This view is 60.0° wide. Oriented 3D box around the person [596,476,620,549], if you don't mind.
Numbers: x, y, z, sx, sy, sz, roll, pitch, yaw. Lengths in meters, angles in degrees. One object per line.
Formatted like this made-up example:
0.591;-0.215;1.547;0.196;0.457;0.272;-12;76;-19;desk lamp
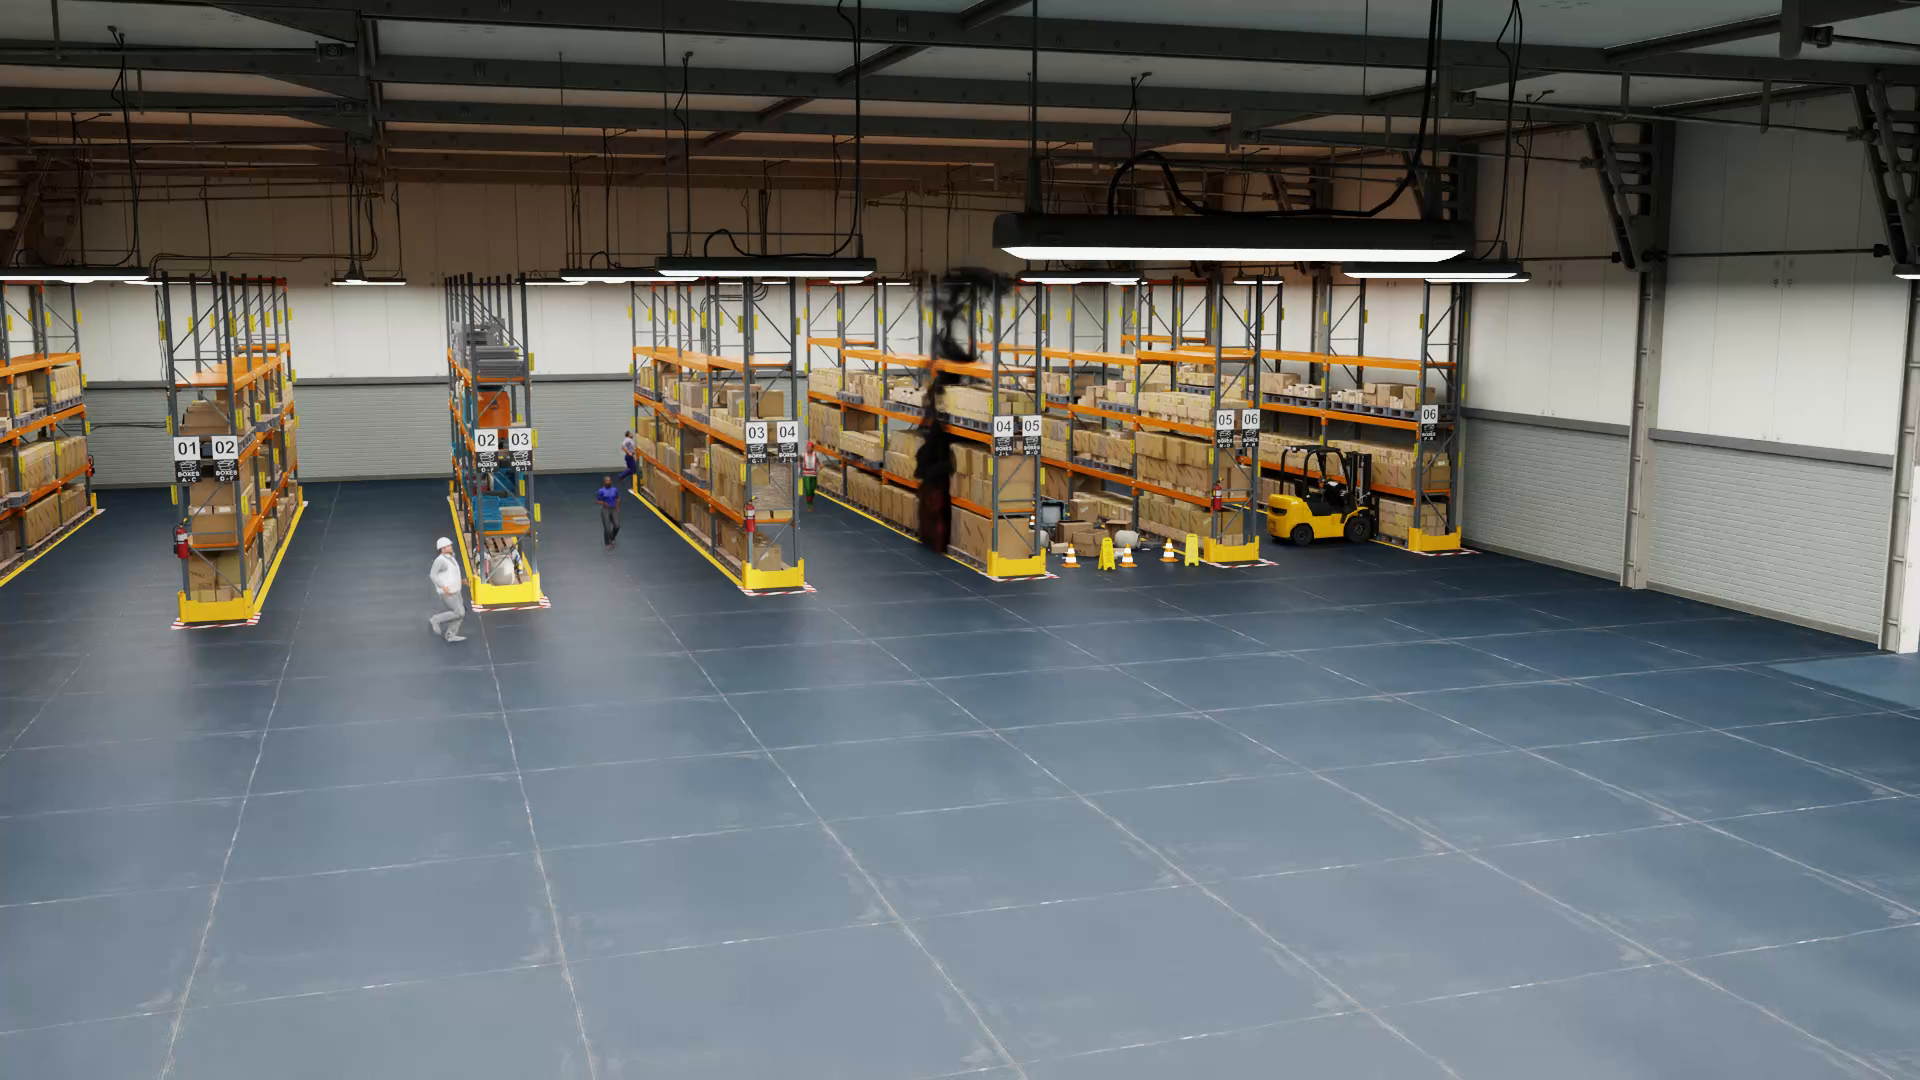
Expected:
-7.697;-0.598;36.609;0.563;1.618;0.572;-5;10;-28;person

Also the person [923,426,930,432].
-1.116;-2.805;50.943;0.578;1.703;0.714;-2;9;-15;person

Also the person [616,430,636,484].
-9.566;-2.371;48.278;0.840;1.640;0.626;-1;9;-4;person

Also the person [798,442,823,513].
-3.866;-1.644;43.005;0.658;1.799;0.936;-2;9;-14;person

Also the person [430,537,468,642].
-8.325;0.815;27.078;0.573;1.728;0.672;1;9;6;person
